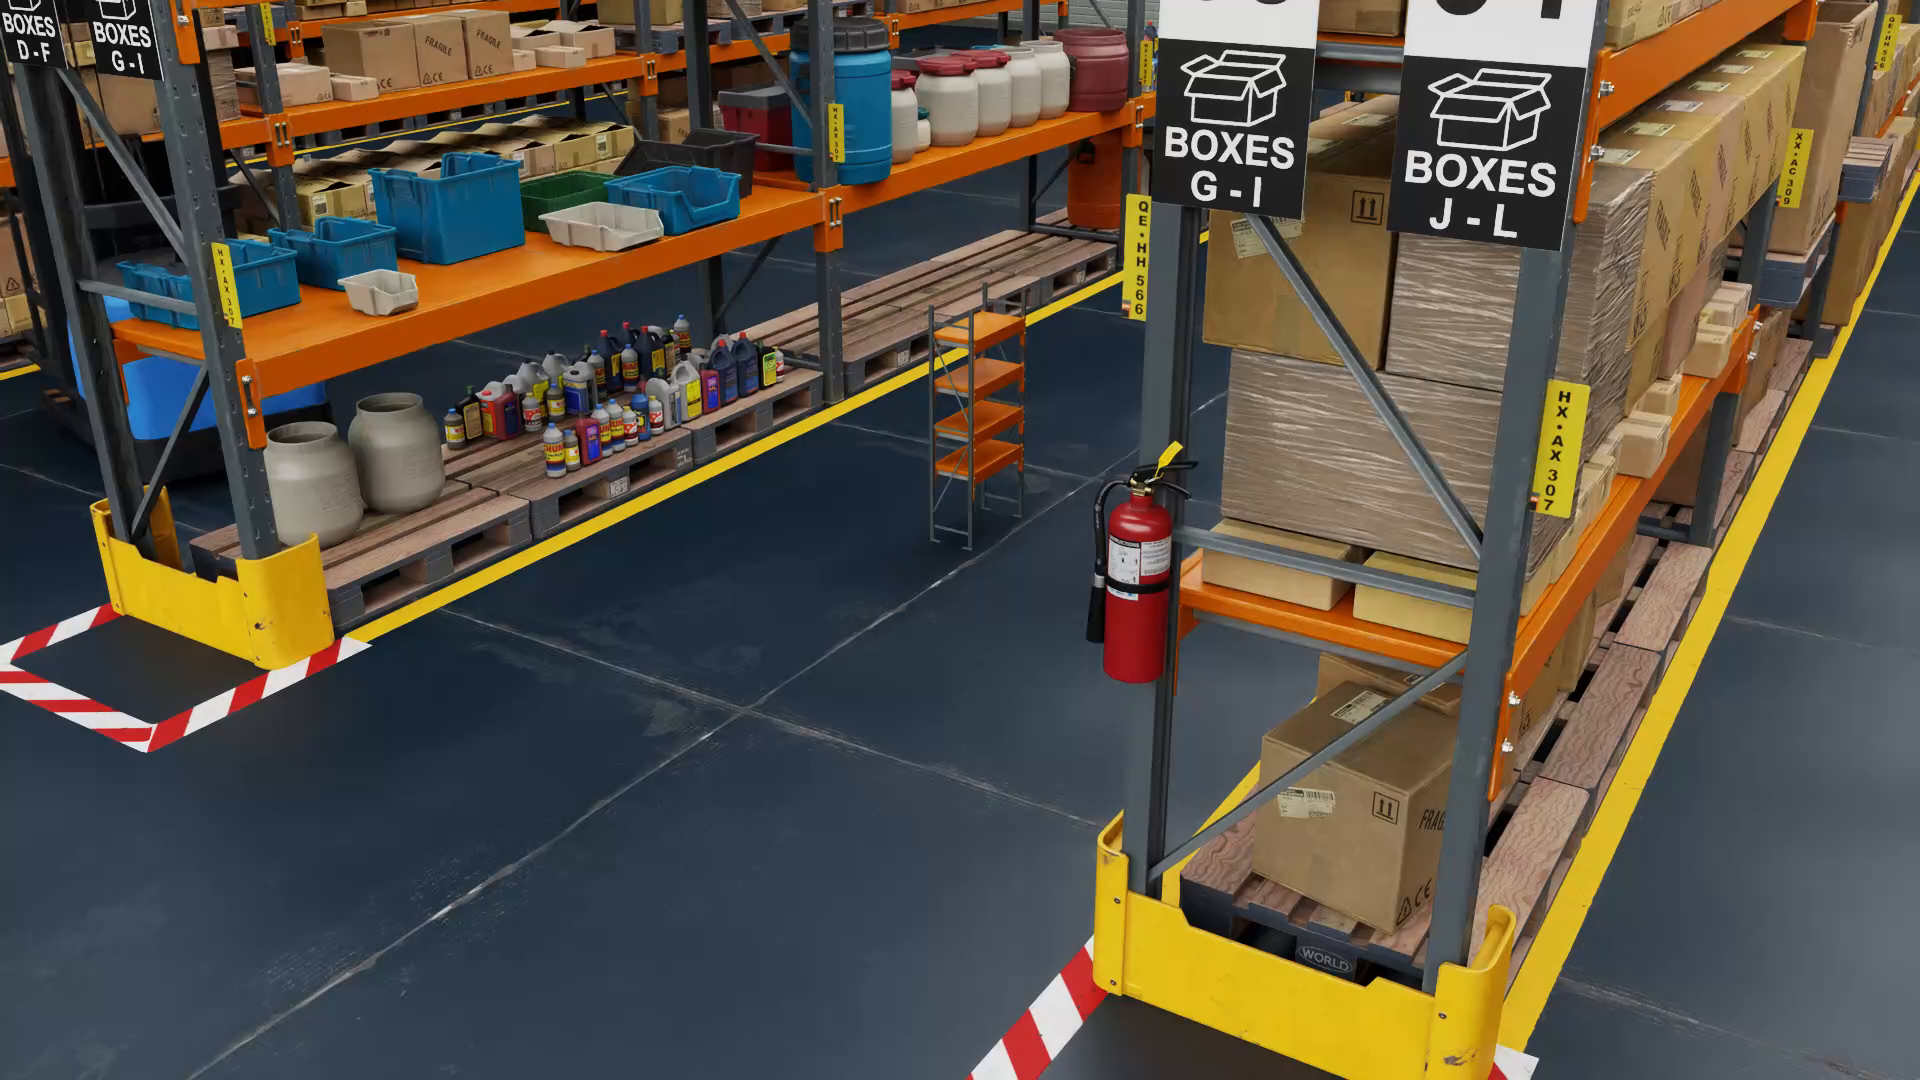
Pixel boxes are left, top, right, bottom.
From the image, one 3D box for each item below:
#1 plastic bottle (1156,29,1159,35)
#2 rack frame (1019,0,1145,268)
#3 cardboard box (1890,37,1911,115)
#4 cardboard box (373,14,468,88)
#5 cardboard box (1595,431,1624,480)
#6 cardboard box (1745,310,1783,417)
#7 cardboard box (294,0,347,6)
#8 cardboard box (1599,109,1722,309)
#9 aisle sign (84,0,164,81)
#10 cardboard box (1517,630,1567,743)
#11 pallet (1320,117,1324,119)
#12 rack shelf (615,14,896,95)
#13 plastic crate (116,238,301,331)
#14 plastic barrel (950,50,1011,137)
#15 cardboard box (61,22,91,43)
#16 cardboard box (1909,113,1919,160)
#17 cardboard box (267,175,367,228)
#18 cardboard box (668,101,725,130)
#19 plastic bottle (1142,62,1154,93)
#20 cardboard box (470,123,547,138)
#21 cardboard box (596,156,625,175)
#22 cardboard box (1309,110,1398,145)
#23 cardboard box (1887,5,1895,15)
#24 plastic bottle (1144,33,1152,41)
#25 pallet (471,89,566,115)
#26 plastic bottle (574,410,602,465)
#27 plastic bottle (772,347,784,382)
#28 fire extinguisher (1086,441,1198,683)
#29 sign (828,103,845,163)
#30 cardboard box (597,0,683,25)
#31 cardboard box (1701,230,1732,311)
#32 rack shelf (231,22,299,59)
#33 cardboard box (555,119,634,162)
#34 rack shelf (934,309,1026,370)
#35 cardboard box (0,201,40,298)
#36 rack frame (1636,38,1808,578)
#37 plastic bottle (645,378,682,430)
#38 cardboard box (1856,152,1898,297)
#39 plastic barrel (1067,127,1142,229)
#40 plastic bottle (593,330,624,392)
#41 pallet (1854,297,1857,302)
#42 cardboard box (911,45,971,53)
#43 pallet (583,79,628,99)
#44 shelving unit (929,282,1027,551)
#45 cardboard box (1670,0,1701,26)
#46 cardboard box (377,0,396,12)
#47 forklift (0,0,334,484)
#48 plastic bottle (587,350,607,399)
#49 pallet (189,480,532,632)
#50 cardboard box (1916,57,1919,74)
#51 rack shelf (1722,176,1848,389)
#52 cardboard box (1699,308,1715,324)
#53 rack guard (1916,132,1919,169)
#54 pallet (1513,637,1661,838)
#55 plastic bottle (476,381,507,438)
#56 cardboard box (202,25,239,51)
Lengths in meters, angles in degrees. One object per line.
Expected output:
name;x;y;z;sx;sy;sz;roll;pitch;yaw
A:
plastic bottle;1.739;-4.423;14.853;0.097;0.271;0.097;0;23;0
rack frame;0.943;-3.665;12.941;1.000;3.000;0.127;14;27;29
cardboard box;6.710;-3.465;12.352;0.500;0.500;0.500;14;27;28
cardboard box;-4.412;-4.003;13.596;0.500;0.500;0.500;14;27;29
cardboard box;1.938;-0.282;5.441;0.380;0.149;0.250;14;27;29
cardboard box;4.240;-1.069;9.537;0.700;0.500;0.500;16;28;33
cardboard box;-7.000;-6.043;17.909;0.500;0.500;0.500;15;27;30
cardboard box;1.985;-1.033;5.103;0.500;0.500;0.500;14;27;29
aisle sign;-3.066;-2.073;5.990;0.394;0.787;0.004;14;27;29
cardboard box;1.907;0.404;6.160;0.500;0.500;0.500;17;29;34
pallet;4.051;-4.405;18.161;1.003;0.211;1.213;14;27;29
rack shelf;-2.208;-5.050;17.044;1.077;0.370;4.000;14;27;29
plastic crate;-3.267;-1.129;7.269;0.499;0.251;0.616;14;27;29
plastic barrel;0.139;-3.048;11.345;0.433;0.535;0.433;0;23;0
cardboard box;-6.132;-3.505;10.812;0.700;0.500;0.500;14;27;29
cardboard box;9.101;-4.312;16.582;0.875;0.875;0.875;14;27;29
cardboard box;-4.943;-2.630;12.776;0.500;0.311;0.500;14;27;29
cardboard box;-2.509;-4.031;16.379;0.500;0.500;0.500;13;27;27
plastic bottle;1.446;-3.687;13.147;0.152;0.276;0.135;14;27;29
cardboard box;-4.059;-3.599;15.014;0.500;0.311;0.500;13;27;28
cardboard box;-3.333;-3.407;15.277;0.500;0.250;0.500;15;27;30
cardboard box;1.270;-0.976;4.970;0.500;0.500;0.500;14;27;29
cardboard box;6.559;-4.037;12.412;0.797;0.503;0.637;14;27;30
plastic bottle;1.617;-4.256;14.452;0.061;0.283;0.133;14;27;29
pallet;-5.707;-5.536;20.772;1.003;0.211;1.213;14;27;29
plastic bottle;-1.921;-0.540;8.587;0.061;0.283;0.133;14;27;30
plastic bottle;-1.093;-1.045;9.858;0.097;0.201;0.097;0;23;0
fire extinguisher;0.479;0.050;4.456;0.296;0.674;0.183;14;27;29
sign;-0.705;-2.323;9.493;0.100;0.325;0.005;14;27;29
cardboard box;-3.027;-5.179;15.784;0.700;0.500;0.500;5;24;11
cardboard box;2.751;-1.321;7.025;0.875;0.500;0.500;14;27;29
rack shelf;-8.529;-4.736;16.321;1.077;0.370;4.000;14;27;29
cardboard box;-3.330;-3.665;15.166;0.500;0.311;0.500;15;27;30
rack shelf;0.087;-0.967;7.985;0.258;0.148;0.480;14;27;29
cardboard box;-6.218;-1.920;10.897;0.500;0.500;0.500;14;27;29
rack frame;3.041;-1.277;7.425;1.000;3.000;0.127;14;27;29
plastic bottle;-1.622;-0.762;9.109;0.152;0.276;0.135;14;27;30
cardboard box;6.009;-2.373;12.102;1.225;0.875;0.875;14;27;29
plastic barrel;1.187;-3.031;13.679;0.600;0.830;0.708;14;27;29
plastic bottle;-2.045;-1.052;9.686;0.144;0.351;0.185;13;26;27
pallet;6.275;-2.008;12.623;1.003;0.211;1.213;14;27;29
cardboard box;-0.166;-5.746;20.336;0.797;0.503;0.637;14;27;29
pallet;-4.896;-6.052;21.965;1.003;0.211;1.213;14;27;29
shelving unit;0.087;-0.606;8.141;0.258;1.200;0.503;14;27;29
cardboard box;1.672;-1.519;4.396;0.500;0.250;0.500;13;27;28
cardboard box;-6.593;-6.053;18.748;0.380;0.149;0.250;15;27;30
forklift;-4.868;-2.145;9.515;1.130;2.935;3.031;-19;30;-37
plastic bottle;-2.091;-0.959;9.569;0.097;0.271;0.097;0;23;0
pallet;-2.844;0.006;7.971;1.003;0.211;1.213;14;27;29
cardboard box;7.976;-4.070;14.192;0.380;0.149;0.250;15;28;31
rack shelf;4.096;-1.622;9.127;1.077;0.370;4.000;14;27;29
cardboard box;2.854;-0.874;6.809;0.380;0.149;0.250;14;27;29
rack guard;9.384;-4.189;17.296;1.175;0.500;0.348;14;27;29
pallet;2.074;0.650;6.483;1.003;0.211;1.213;14;27;29
plastic bottle;-2.524;-0.708;8.985;0.152;0.276;0.135;14;27;29
cardboard box;-5.335;-3.562;11.759;0.380;0.149;0.250;14;27;29
